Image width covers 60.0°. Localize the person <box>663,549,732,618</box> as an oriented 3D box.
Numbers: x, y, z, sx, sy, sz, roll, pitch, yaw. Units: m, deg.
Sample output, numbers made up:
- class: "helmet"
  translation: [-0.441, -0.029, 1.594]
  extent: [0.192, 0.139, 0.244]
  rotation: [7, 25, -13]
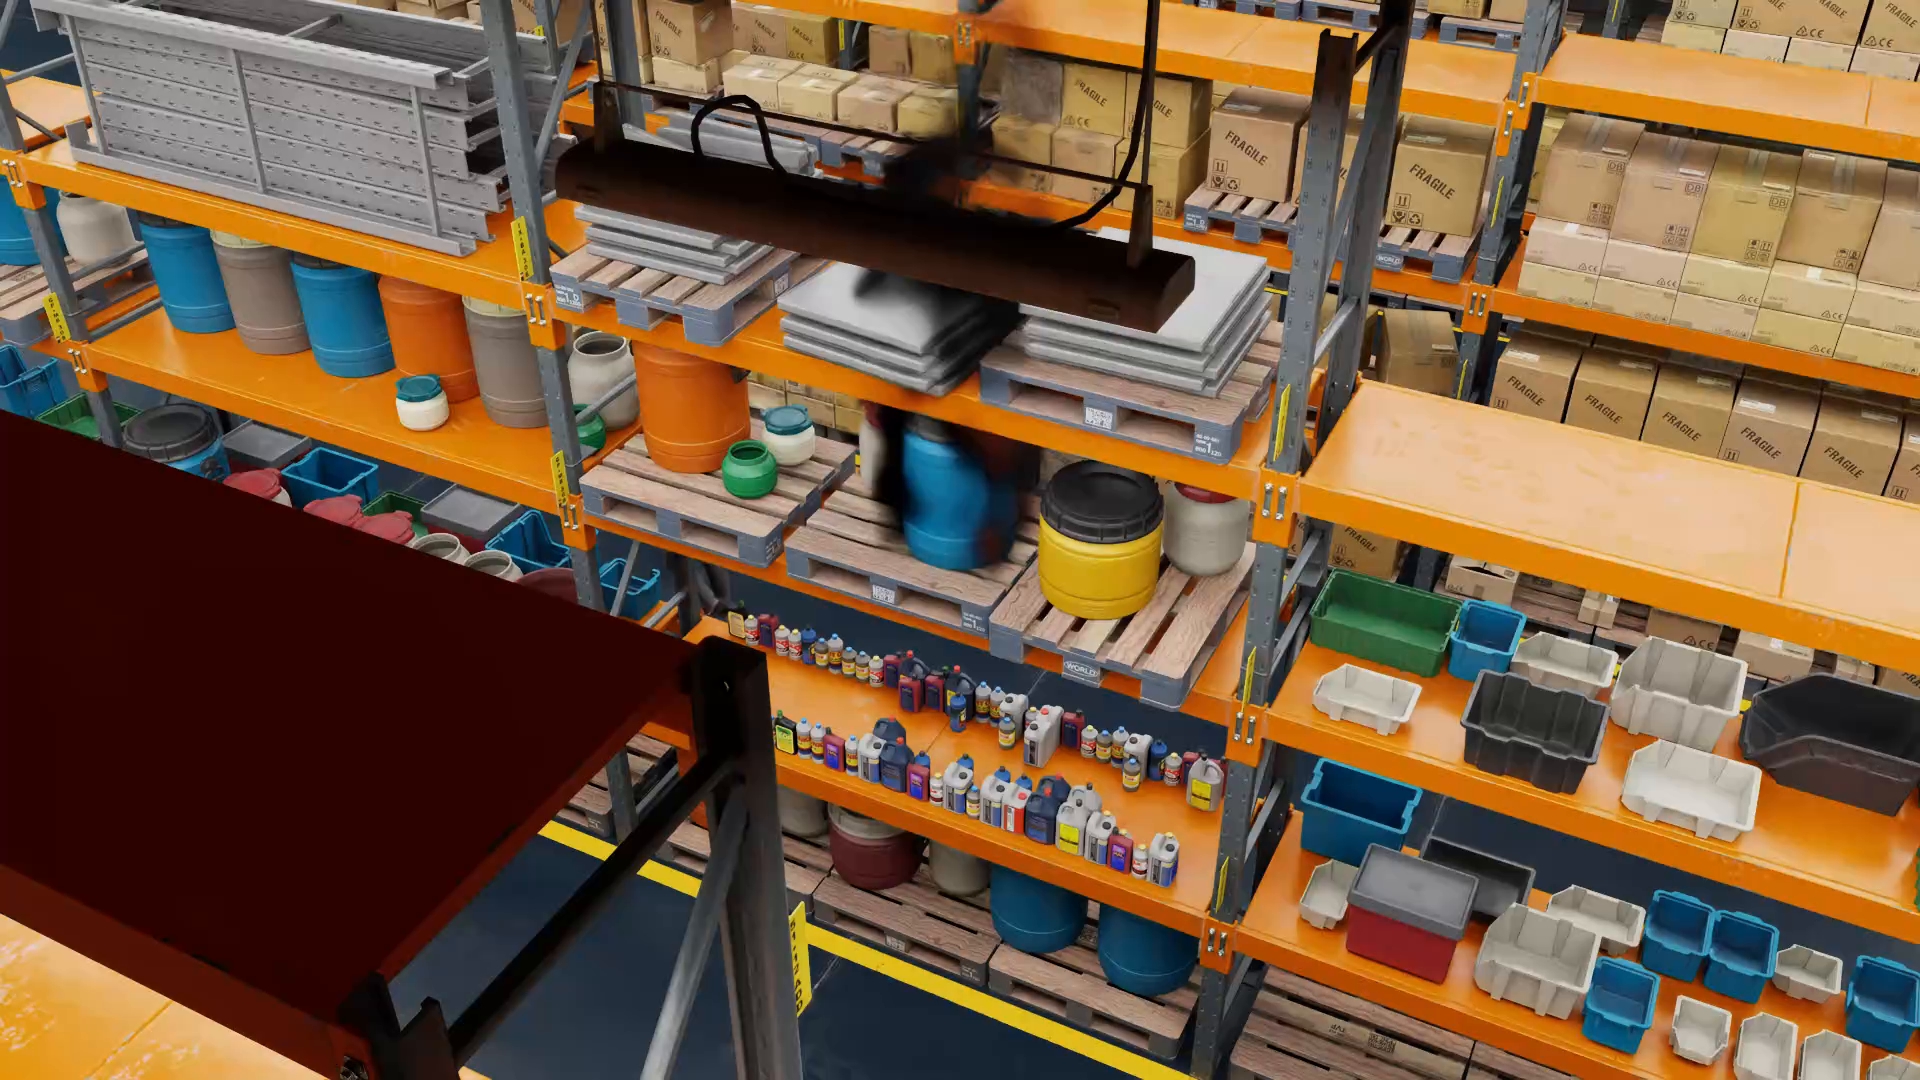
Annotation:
- class: "person"
  translation: [-1.983, -0.120, 12.148]
  extent: [0.568, 1.679, 0.563]
  rotation: [15, 38, 20]
